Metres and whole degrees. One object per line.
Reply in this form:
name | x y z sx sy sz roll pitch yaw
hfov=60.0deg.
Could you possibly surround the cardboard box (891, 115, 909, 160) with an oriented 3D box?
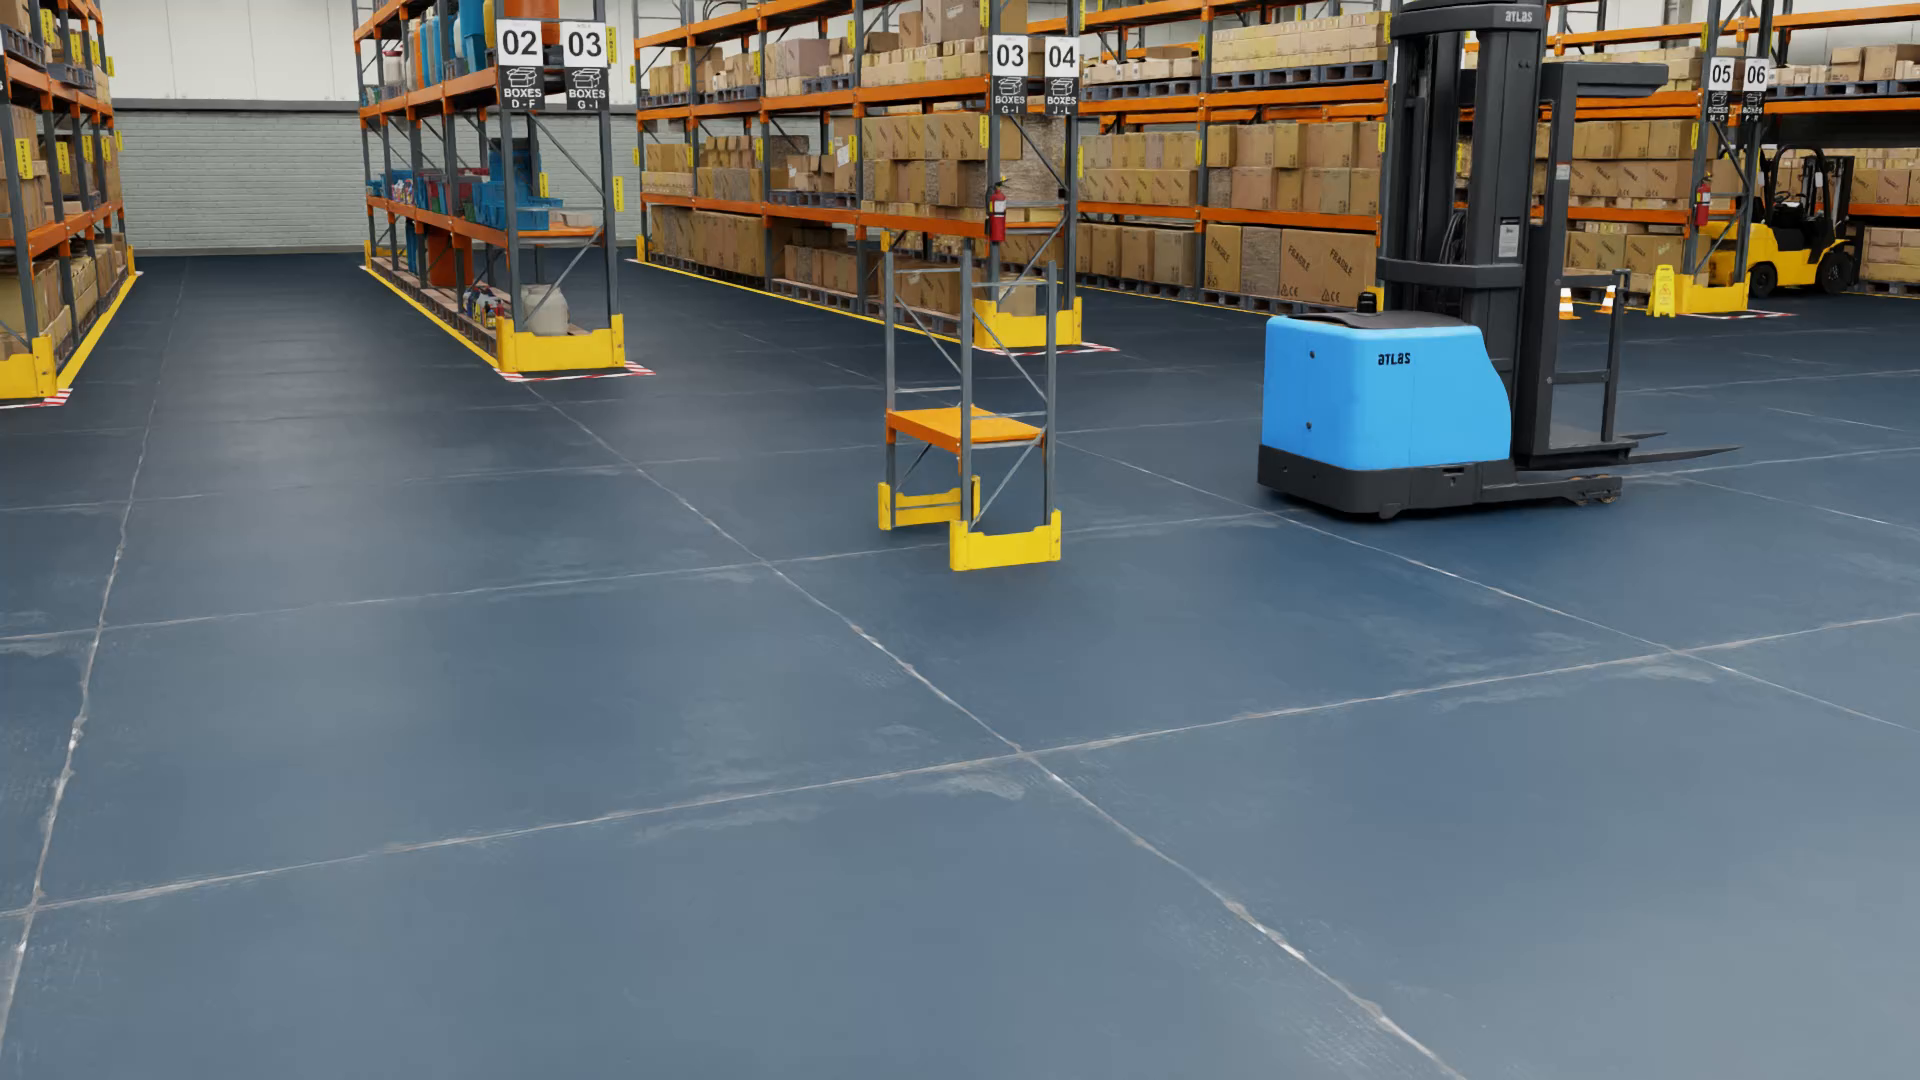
cardboard box | -0.486 -4.749 19.636 0.500 0.500 0.500 -6 14 -23

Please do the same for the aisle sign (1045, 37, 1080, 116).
aisle sign | 1.067 -4.845 17.385 0.394 0.787 0.004 -6 14 -23

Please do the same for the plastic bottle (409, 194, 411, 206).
plastic bottle | -7.767 -4.851 23.619 0.097 0.201 0.097 0 13 0

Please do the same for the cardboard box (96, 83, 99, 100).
cardboard box | -13.086 -6.660 24.675 0.500 0.250 0.500 -6 14 -23

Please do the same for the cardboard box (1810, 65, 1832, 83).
cardboard box | 13.108 -7.050 25.170 0.396 0.266 0.258 -6 14 -24

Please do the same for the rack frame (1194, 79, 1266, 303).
rack frame | 3.751 -4.817 23.032 1.000 3.000 0.127 -6 14 -23

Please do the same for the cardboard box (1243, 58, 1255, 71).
cardboard box | 3.889 -6.147 21.529 0.380 0.149 0.250 -6 14 -24

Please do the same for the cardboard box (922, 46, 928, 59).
cardboard box | -0.211 -5.506 18.803 0.380 0.149 0.250 -6 15 -26

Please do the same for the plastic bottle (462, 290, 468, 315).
plastic bottle | -5.647 -2.723 19.057 0.097 0.271 0.097 0 13 0

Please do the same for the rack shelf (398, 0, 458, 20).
rack shelf | -6.174 -6.734 20.489 1.077 0.370 4.000 -6 14 -23

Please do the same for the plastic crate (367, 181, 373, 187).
plastic crate | -10.119 -6.153 29.042 0.416 0.233 0.300 -6 14 -23

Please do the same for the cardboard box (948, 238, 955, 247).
cardboard box | 0.009 -5.522 30.808 0.380 0.149 0.250 -6 14 -26

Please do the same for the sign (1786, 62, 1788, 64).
sign | 13.300 -7.537 26.807 0.100 0.325 0.005 -6 14 -23

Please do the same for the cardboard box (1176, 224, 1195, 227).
cardboard box | 4.888 -6.034 33.040 0.875 0.438 0.875 -6 14 -24

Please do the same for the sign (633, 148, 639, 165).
sign | -6.152 -7.281 31.581 0.100 0.325 0.005 -6 14 -23

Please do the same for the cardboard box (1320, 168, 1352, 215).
cardboard box | 4.922 -4.248 20.241 0.875 0.550 0.550 -6 14 -23

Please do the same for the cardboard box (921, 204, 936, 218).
cardboard box | -0.233 -3.782 19.117 0.380 0.149 0.250 -6 14 -23

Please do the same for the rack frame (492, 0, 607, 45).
rack frame | -3.771 -6.039 15.007 1.000 3.000 0.127 -6 14 -23

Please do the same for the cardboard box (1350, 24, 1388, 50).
cardboard box | 4.901 -5.853 19.376 0.500 0.250 0.500 -5 14 -22

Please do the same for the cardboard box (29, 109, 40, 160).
cardboard box | -9.729 -4.086 16.773 0.700 0.500 0.500 -6 14 -23

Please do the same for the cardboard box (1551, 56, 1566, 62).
cardboard box | 8.528 -6.709 23.340 0.380 0.149 0.250 -6 14 -25

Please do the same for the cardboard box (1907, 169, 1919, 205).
cardboard box | 13.957 -5.035 23.750 0.500 0.500 0.500 -6 14 -24

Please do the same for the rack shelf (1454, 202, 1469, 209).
rack shelf | 7.444 -5.348 26.921 1.077 0.370 4.000 -6 14 -23

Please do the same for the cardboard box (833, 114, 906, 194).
cardboard box | -1.025 -5.064 21.836 1.000 1.000 1.000 -6 14 -23

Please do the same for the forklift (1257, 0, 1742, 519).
forklift | 3.365 -1.735 9.867 3.031 2.935 1.130 -5 14 -21

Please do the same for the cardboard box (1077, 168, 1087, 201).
cardboard box | 2.081 -5.575 26.086 0.500 0.500 0.500 -5 14 -22

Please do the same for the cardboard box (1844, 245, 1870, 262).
cardboard box | 13.496 -4.298 24.848 0.500 0.250 0.500 -6 14 -24

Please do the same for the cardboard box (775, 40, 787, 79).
cardboard box | -2.284 -6.745 23.378 0.500 0.500 0.500 -6 14 -23

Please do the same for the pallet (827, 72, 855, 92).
pallet | -0.984 -5.897 21.463 1.213 0.211 1.003 -6 14 -23

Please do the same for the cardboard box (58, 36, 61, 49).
cardboard box | -12.446 -6.527 22.390 0.600 0.600 0.600 -6 14 -25

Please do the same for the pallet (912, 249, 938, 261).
pallet | -0.248 -5.500 32.165 1.003 0.211 1.213 -6 14 -23

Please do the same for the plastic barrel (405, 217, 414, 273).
plastic barrel | -8.375 -4.664 26.092 0.600 0.901 0.708 -6 14 -23

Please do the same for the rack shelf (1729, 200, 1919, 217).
rack shelf | 13.593 -4.971 25.291 1.077 0.370 4.000 -6 14 -23

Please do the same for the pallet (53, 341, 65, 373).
pallet | -9.140 -1.717 15.822 1.003 0.211 1.213 -6 14 -23

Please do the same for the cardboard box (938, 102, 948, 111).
cardboard box | -0.087 -8.040 30.635 0.500 0.250 0.500 -6 14 -23

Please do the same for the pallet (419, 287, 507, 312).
pallet | -6.700 -3.247 22.433 1.003 0.211 1.213 -6 14 -23

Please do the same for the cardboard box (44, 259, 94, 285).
cardboard box | -10.866 -3.268 20.262 0.500 0.311 0.500 -6 14 -24

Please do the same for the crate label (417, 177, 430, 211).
crate label | -6.825 -4.557 21.828 0.502 0.435 0.616 -6 14 -23

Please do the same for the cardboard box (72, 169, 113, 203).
cardboard box | -13.072 -5.328 25.016 0.500 0.500 0.500 -5 14 -21

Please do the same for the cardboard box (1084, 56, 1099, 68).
cardboard box | 2.032 -7.742 27.096 0.396 0.266 0.258 -6 14 -23

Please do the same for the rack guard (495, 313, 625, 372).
rack guard | -3.844 -1.910 16.015 1.175 0.500 0.348 -6 14 -23

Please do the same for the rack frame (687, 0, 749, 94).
rack frame | -4.039 -8.966 27.652 1.000 3.000 0.127 -6 14 -23

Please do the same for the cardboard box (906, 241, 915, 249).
cardboard box | -0.852 -5.815 32.734 0.380 0.149 0.250 -5 14 -22

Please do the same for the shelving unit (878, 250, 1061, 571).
shelving unit | 0.031 -0.715 8.633 0.587 1.500 1.083 -6 14 -23

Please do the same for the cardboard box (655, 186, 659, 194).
cardboard box | -5.388 -6.432 30.565 0.380 0.149 0.250 -6 14 -24

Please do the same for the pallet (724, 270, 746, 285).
pallet | -3.168 -4.280 26.893 1.003 0.211 1.213 -6 14 -23

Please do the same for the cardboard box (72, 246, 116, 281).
cardboard box | -12.467 -3.967 23.925 0.500 0.500 0.500 -6 14 -23

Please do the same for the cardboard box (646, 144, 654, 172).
cardboard box | -5.496 -7.080 30.818 0.500 0.500 0.500 -6 14 -24

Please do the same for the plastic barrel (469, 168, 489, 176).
plastic barrel | -6.022 -4.468 21.220 0.433 0.535 0.433 0 13 0

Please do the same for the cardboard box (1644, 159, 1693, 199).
cardboard box | 9.378 -4.740 21.816 0.500 0.500 0.500 -6 14 -24

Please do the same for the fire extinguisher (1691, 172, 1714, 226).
fire extinguisher | 9.471 -4.356 21.211 0.296 0.674 0.183 -6 14 -23

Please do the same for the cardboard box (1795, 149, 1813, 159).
cardboard box | 13.084 -5.940 25.563 0.380 0.149 0.250 -6 14 -24

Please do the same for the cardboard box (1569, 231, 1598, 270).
cardboard box | 8.880 -4.044 23.193 0.500 0.500 0.500 -6 14 -24

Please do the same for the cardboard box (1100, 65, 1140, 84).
cardboard box | 2.437 -7.013 25.044 0.500 0.250 0.500 -5 14 -21

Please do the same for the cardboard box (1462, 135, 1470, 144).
cardboard box | 7.852 -6.344 26.377 0.380 0.149 0.250 -5 14 -20

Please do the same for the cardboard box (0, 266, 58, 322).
cardboard box | -8.920 -2.341 15.837 0.500 0.500 0.500 -6 14 -23

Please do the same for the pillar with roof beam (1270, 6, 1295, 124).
pillar with roof beam | 3.787 -11.386 38.109 9.100 9.000 0.400 -6 14 -23

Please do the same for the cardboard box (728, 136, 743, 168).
cardboard box | -3.248 -6.180 26.471 0.797 0.503 0.637 -5 14 -21

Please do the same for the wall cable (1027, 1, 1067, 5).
wall cable | 1.592 -11.905 40.349 2.355 3.000 0.029 -6 14 -23
